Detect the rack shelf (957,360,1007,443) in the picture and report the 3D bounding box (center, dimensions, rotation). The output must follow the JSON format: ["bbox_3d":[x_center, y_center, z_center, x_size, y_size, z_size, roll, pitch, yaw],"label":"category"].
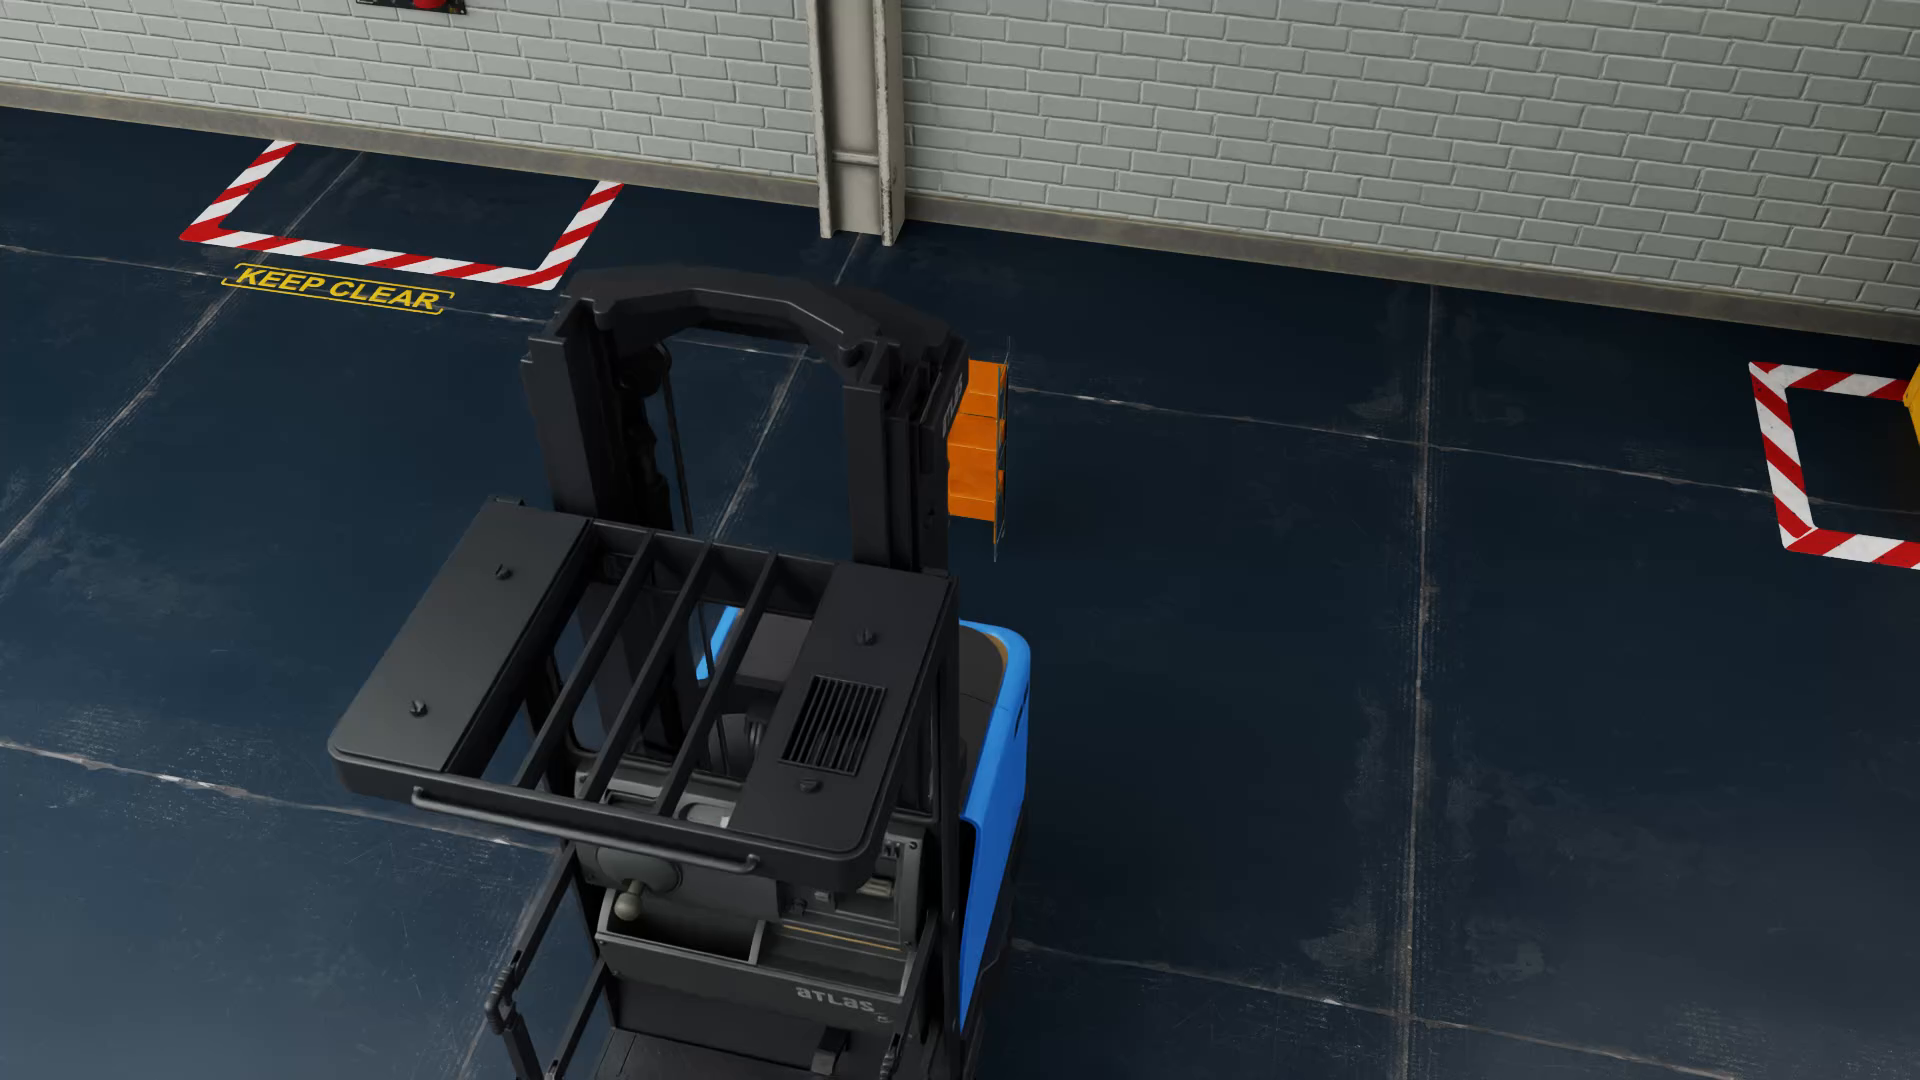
[{"bbox_3d":[0.052,-0.567,6.648,0.240,0.259,0.215,9,45,9],"label":"rack shelf"}]

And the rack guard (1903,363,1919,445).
[{"bbox_3d":[4.539,-0.475,7.343,0.348,0.500,1.175,9,45,9],"label":"rack guard"}]

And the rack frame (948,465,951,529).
[{"bbox_3d":[-0.067,-0.389,6.857,0.008,1.050,0.200,9,45,9],"label":"rack frame"}]

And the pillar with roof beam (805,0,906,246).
[{"bbox_3d":[-1.458,-2.023,2.823,0.400,9.000,9.100,9,45,9],"label":"pillar with roof beam"}]

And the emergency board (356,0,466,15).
[{"bbox_3d":[-2.922,-3.175,8.345,0.643,1.169,0.194,9,45,9],"label":"emergency board"}]

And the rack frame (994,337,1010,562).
[{"bbox_3d":[0.171,-0.352,6.818,0.008,1.050,0.200,9,45,9],"label":"rack frame"}]

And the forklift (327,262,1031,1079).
[{"bbox_3d":[-0.599,0.927,4.133,1.130,2.935,3.031,9,45,10],"label":"forklift"}]

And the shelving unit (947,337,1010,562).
[{"bbox_3d":[0.052,-0.370,6.838,0.252,1.050,0.215,9,45,9],"label":"shelving unit"}]

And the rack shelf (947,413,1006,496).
[{"bbox_3d":[0.052,-0.363,6.845,0.240,0.259,0.215,9,45,9],"label":"rack shelf"}]

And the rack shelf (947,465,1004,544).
[{"bbox_3d":[0.052,-0.162,7.038,0.240,0.259,0.215,9,45,9],"label":"rack shelf"}]
